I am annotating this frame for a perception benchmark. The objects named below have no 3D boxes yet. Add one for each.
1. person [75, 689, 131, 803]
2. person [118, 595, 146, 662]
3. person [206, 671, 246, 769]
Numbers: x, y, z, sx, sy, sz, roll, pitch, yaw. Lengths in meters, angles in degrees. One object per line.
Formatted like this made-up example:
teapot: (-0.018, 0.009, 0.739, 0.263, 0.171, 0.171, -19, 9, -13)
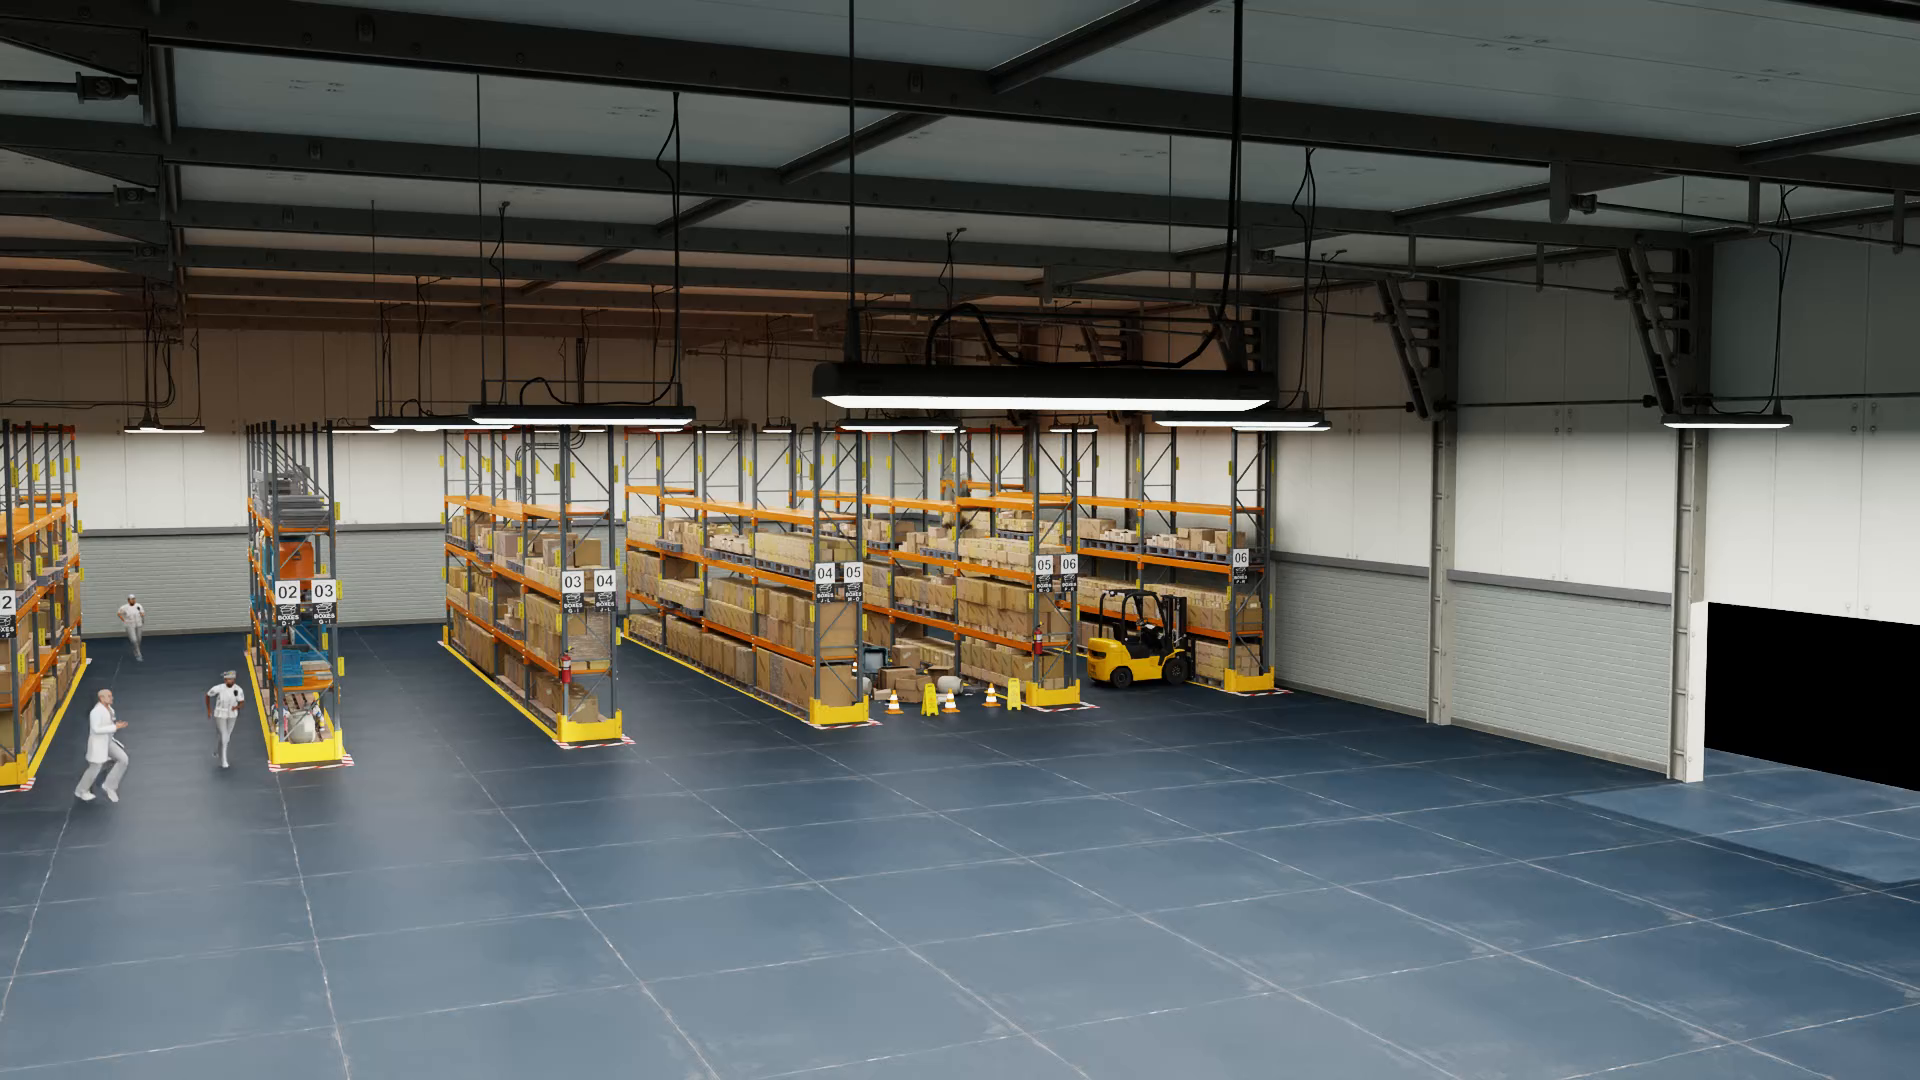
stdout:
person: (-13.361, 3.268, 25.956, 0.890, 1.727, 0.746, 0, 4, -1)
person: (-21.120, 2.243, 42.492, 0.835, 1.705, 0.611, 3, 5, 43)
person: (-12.762, 3.123, 28.903, 0.587, 1.747, 0.801, -3, 5, -43)
